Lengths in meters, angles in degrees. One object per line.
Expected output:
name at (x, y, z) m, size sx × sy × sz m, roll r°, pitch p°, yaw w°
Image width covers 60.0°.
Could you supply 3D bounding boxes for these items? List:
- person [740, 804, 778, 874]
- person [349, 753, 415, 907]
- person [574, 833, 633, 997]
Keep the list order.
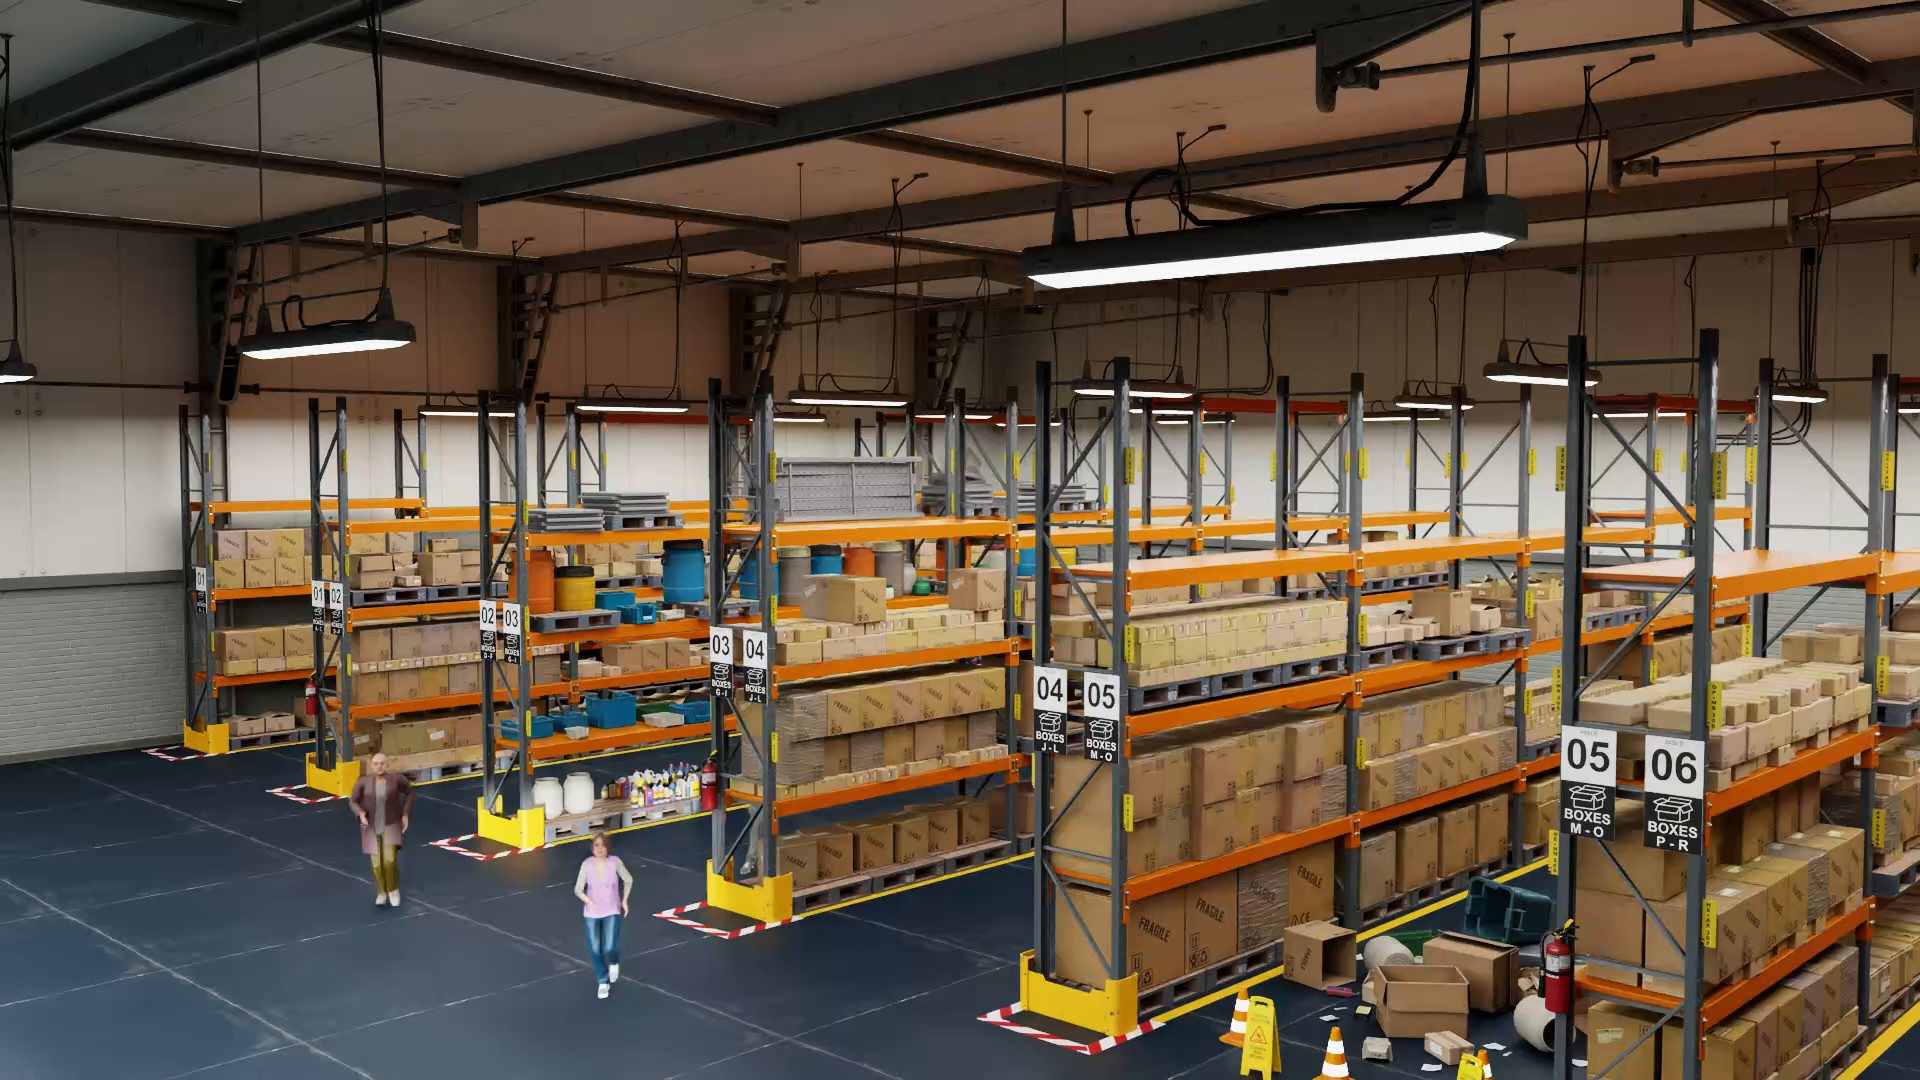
person at (-2.485, 3.273, 20.700) m, size 0.537 × 1.607 × 0.820 m, roll 2°, pitch 4°, yaw 37°
person at (-6.555, 3.302, 18.827) m, size 0.690 × 1.749 × 0.720 m, roll -1°, pitch 3°, yaw -11°
person at (-3.382, 3.557, 15.742) m, size 0.531 × 1.561 × 0.536 m, roll 0°, pitch 3°, yaw -6°
